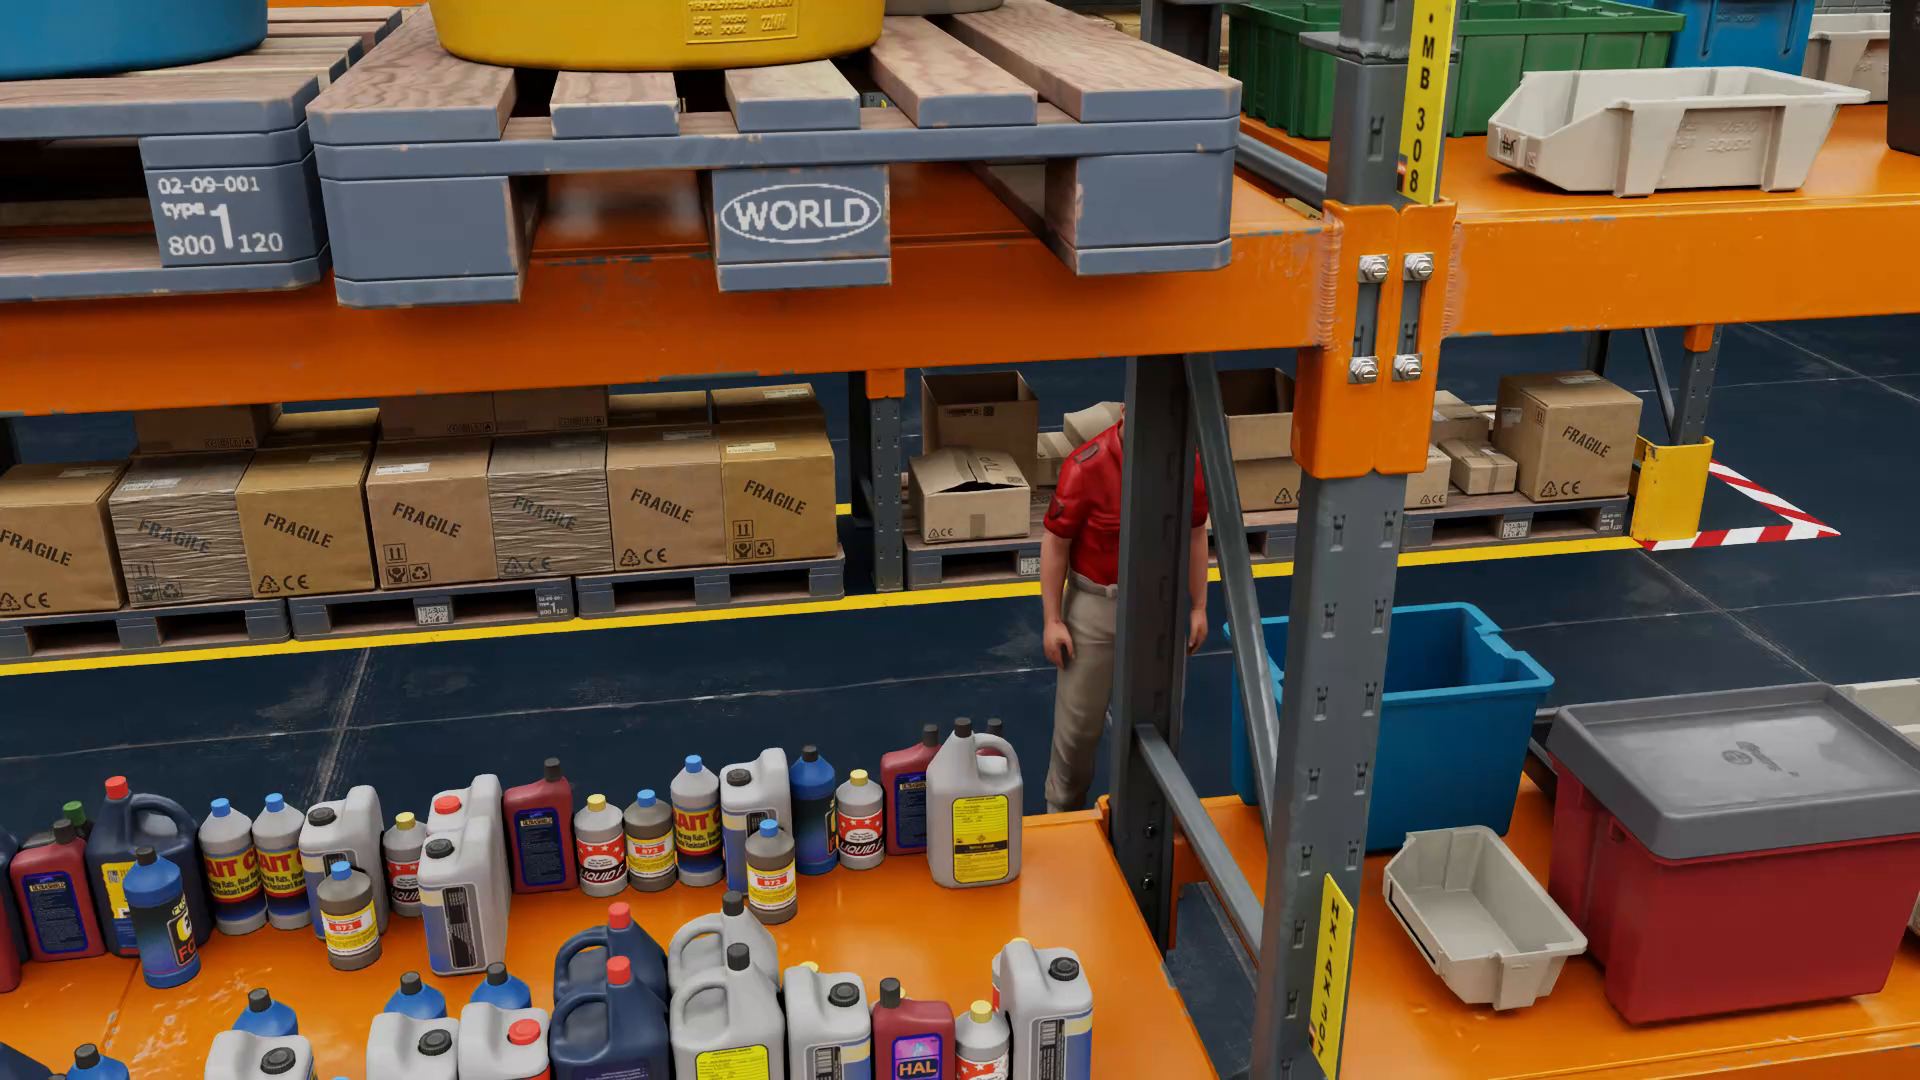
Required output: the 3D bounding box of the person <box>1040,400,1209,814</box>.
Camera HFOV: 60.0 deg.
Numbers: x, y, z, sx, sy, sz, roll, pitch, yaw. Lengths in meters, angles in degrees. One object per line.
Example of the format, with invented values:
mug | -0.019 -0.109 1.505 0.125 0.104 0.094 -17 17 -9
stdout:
person | 0.548 0.261 5.505 0.597 1.725 0.401 -6 24 -13
